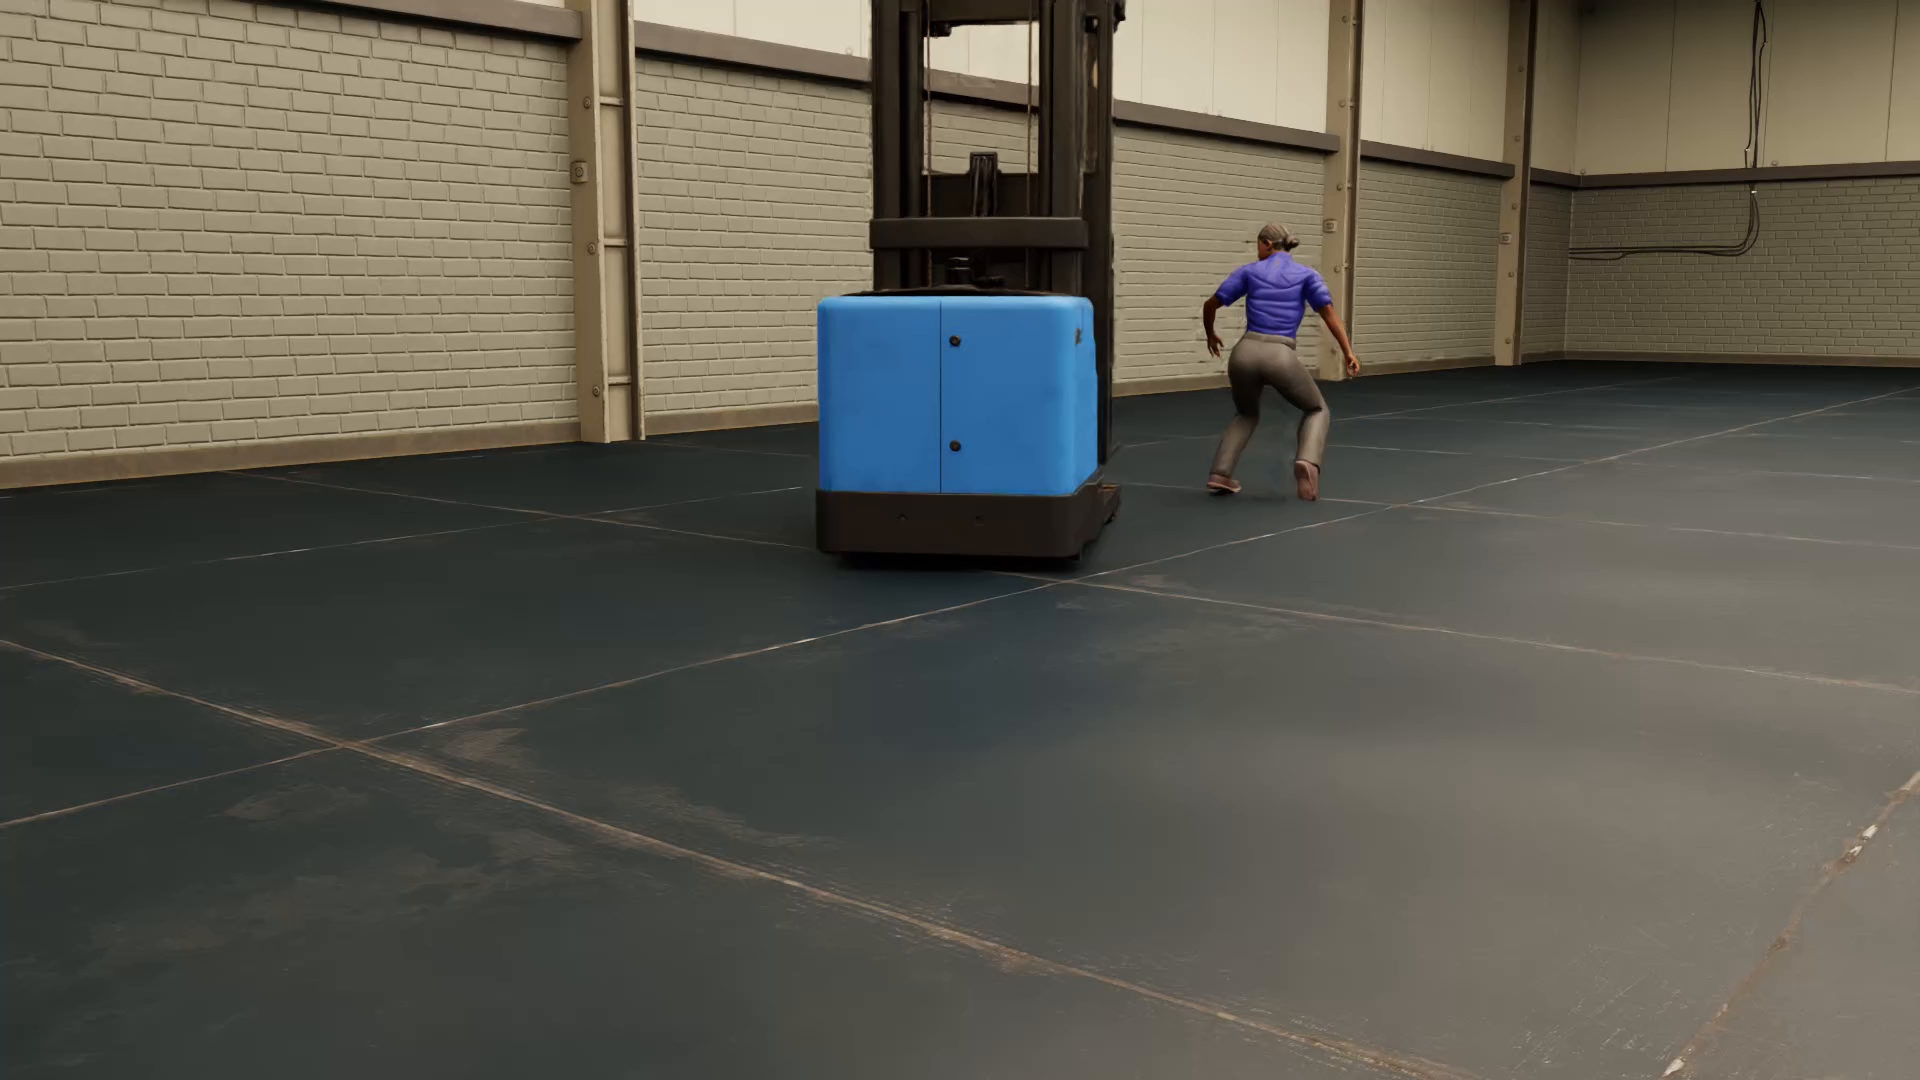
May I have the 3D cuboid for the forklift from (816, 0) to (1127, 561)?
[{"bbox_3d":[0.189,-1.538,7.792,1.130,2.935,3.031,1,8,10],"label":"forklift"}]

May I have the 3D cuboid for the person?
[{"bbox_3d":[1.733,-0.946,8.988,0.916,1.536,0.461,4,9,25],"label":"person"}]
